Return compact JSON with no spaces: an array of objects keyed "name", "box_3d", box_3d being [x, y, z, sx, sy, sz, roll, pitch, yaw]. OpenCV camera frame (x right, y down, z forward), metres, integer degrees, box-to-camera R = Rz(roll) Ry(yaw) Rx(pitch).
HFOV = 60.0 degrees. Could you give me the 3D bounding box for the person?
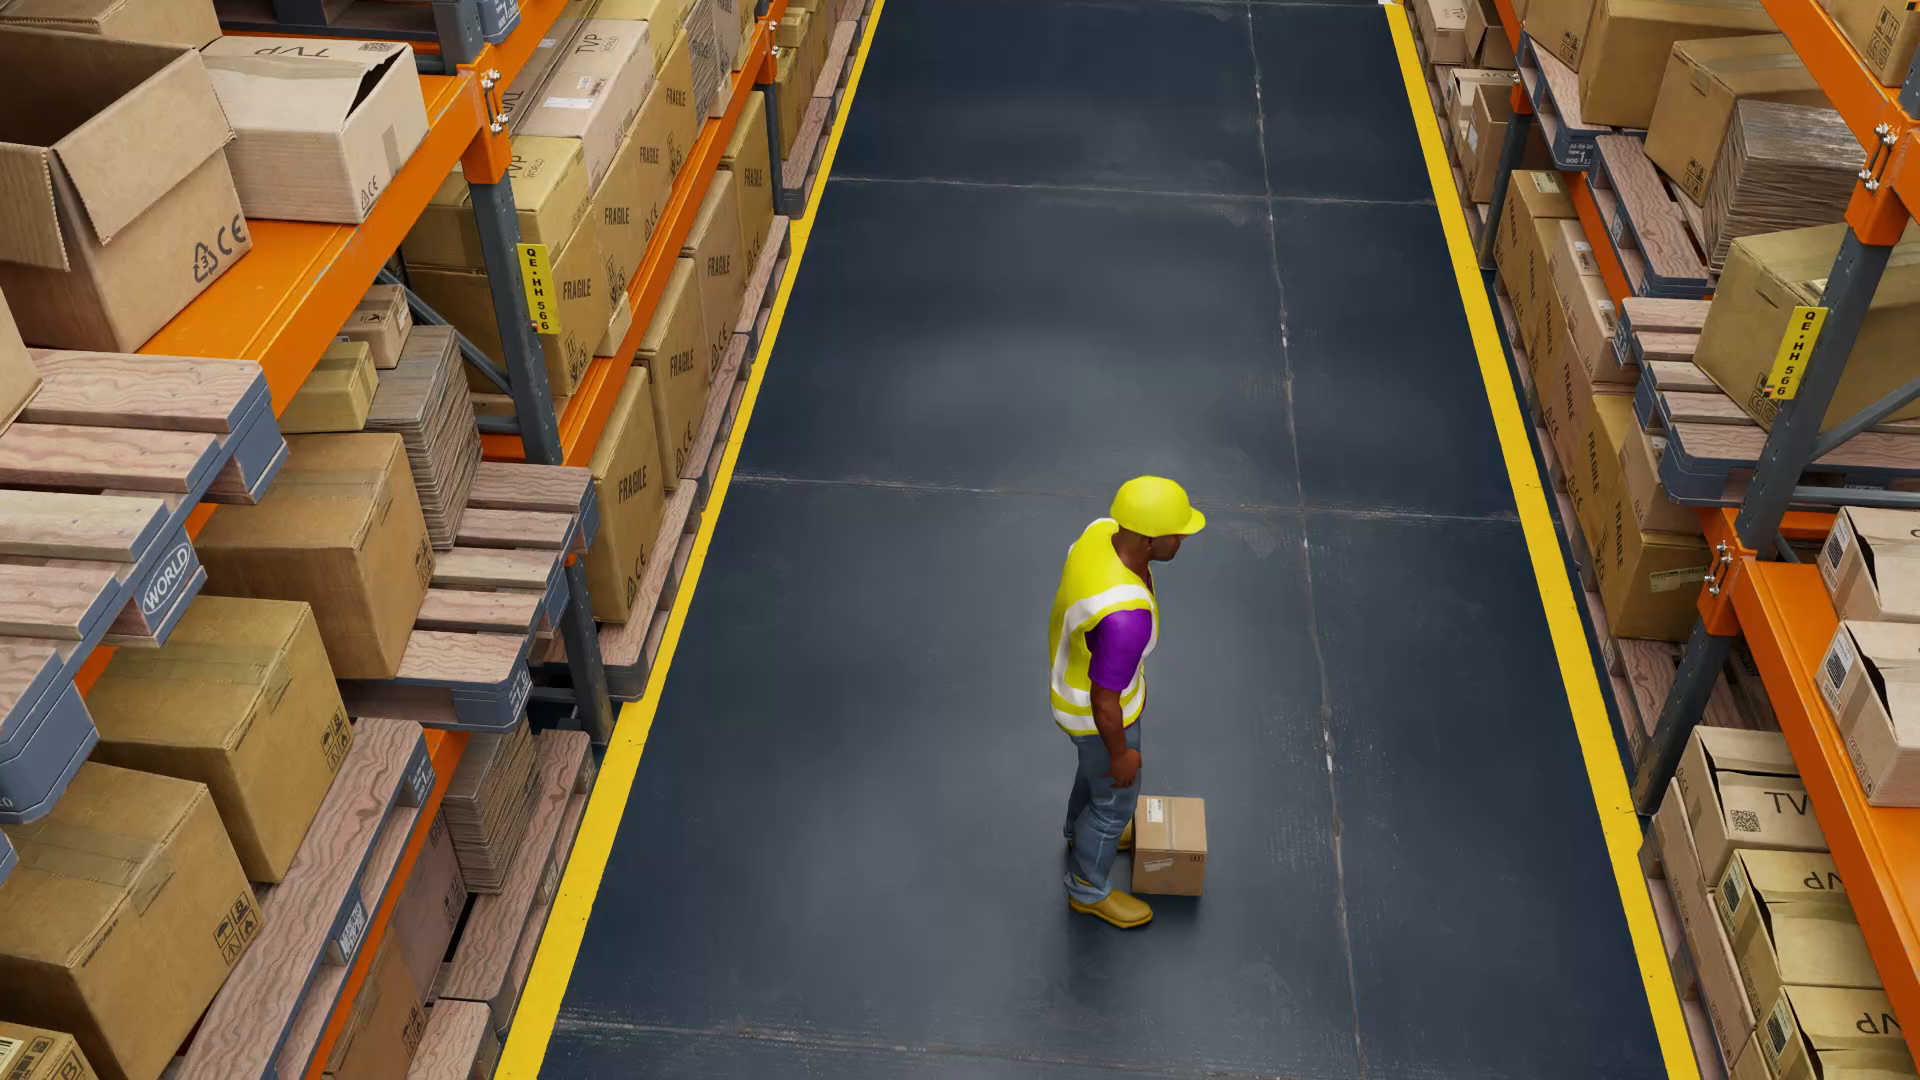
[{"name":"person","box_3d":[0.516,0.516,5.527,0.461,1.755,0.628,1,40,1]}]
